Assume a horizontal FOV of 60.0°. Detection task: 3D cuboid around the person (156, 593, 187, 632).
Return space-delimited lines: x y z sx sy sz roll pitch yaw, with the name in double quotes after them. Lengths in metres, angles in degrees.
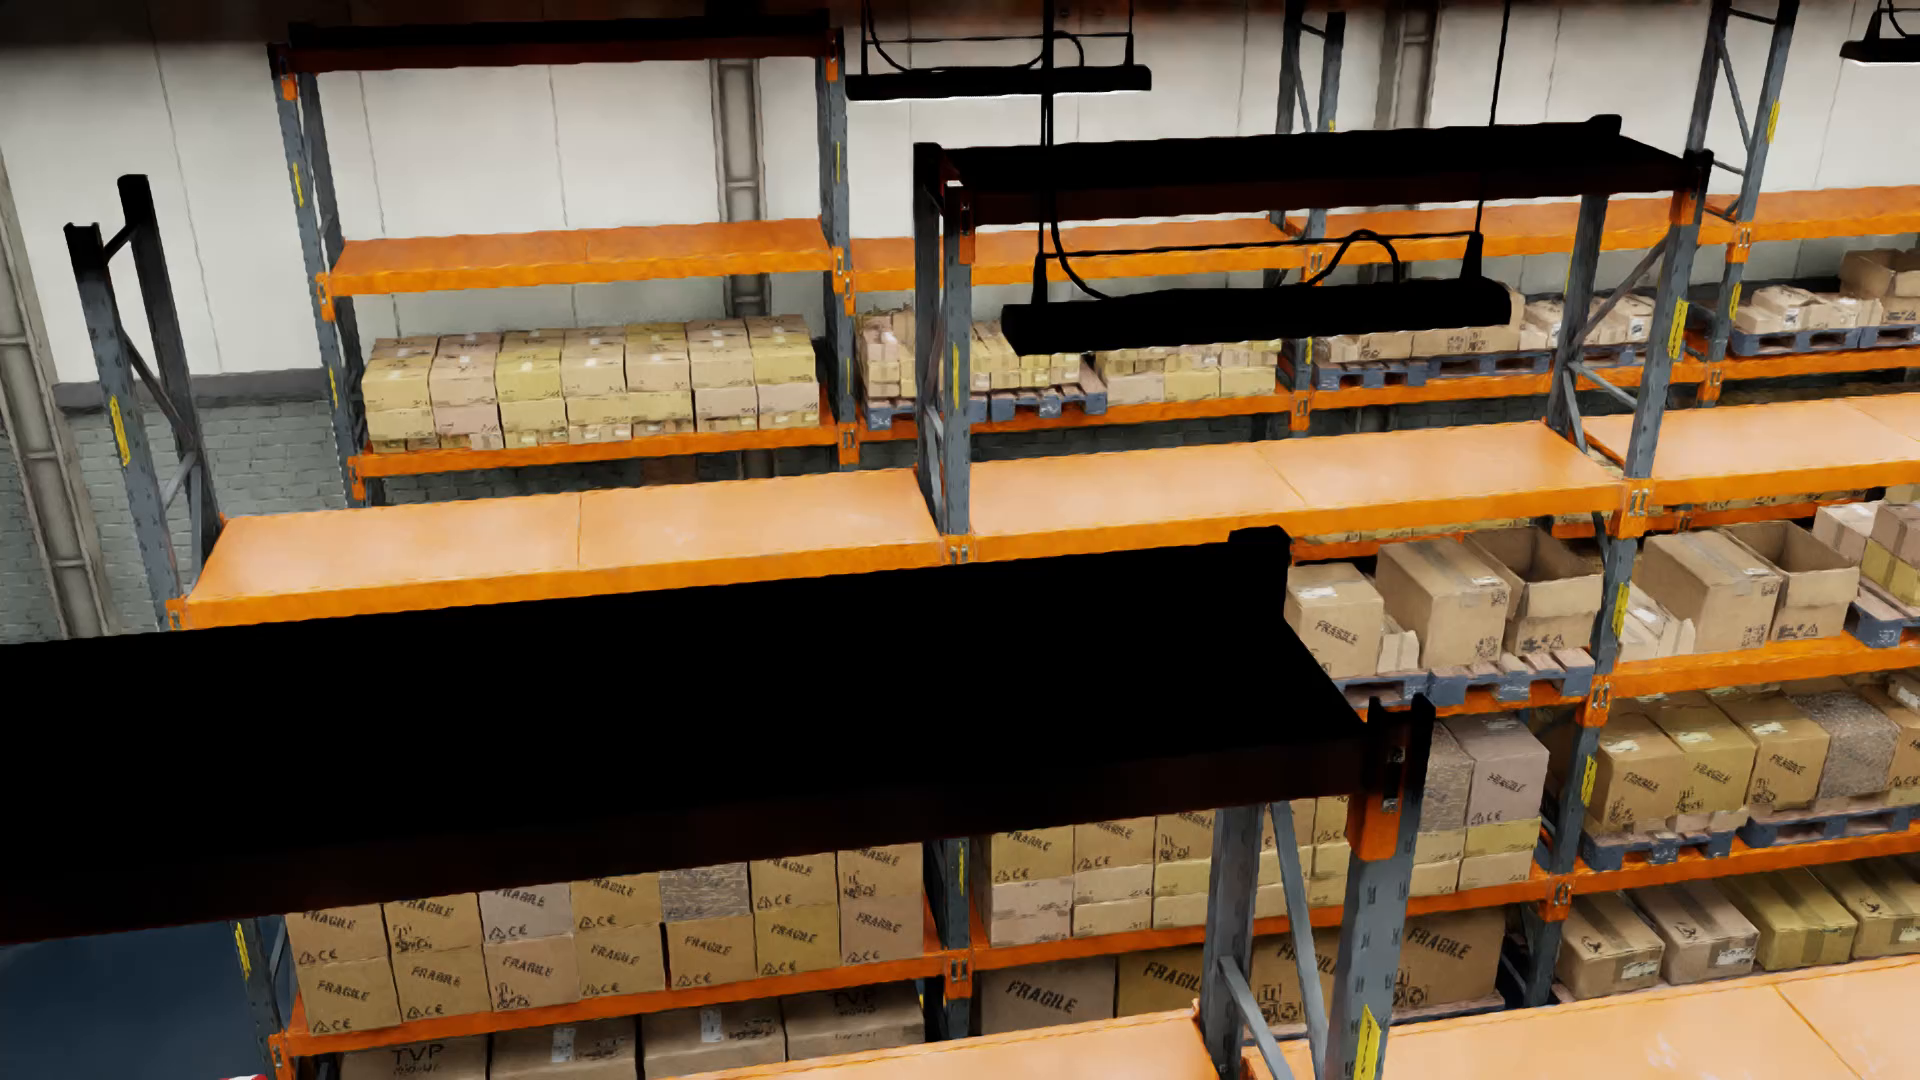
-6.590 1.077 14.253 0.443 1.587 0.639 -17 31 -32 "person"
